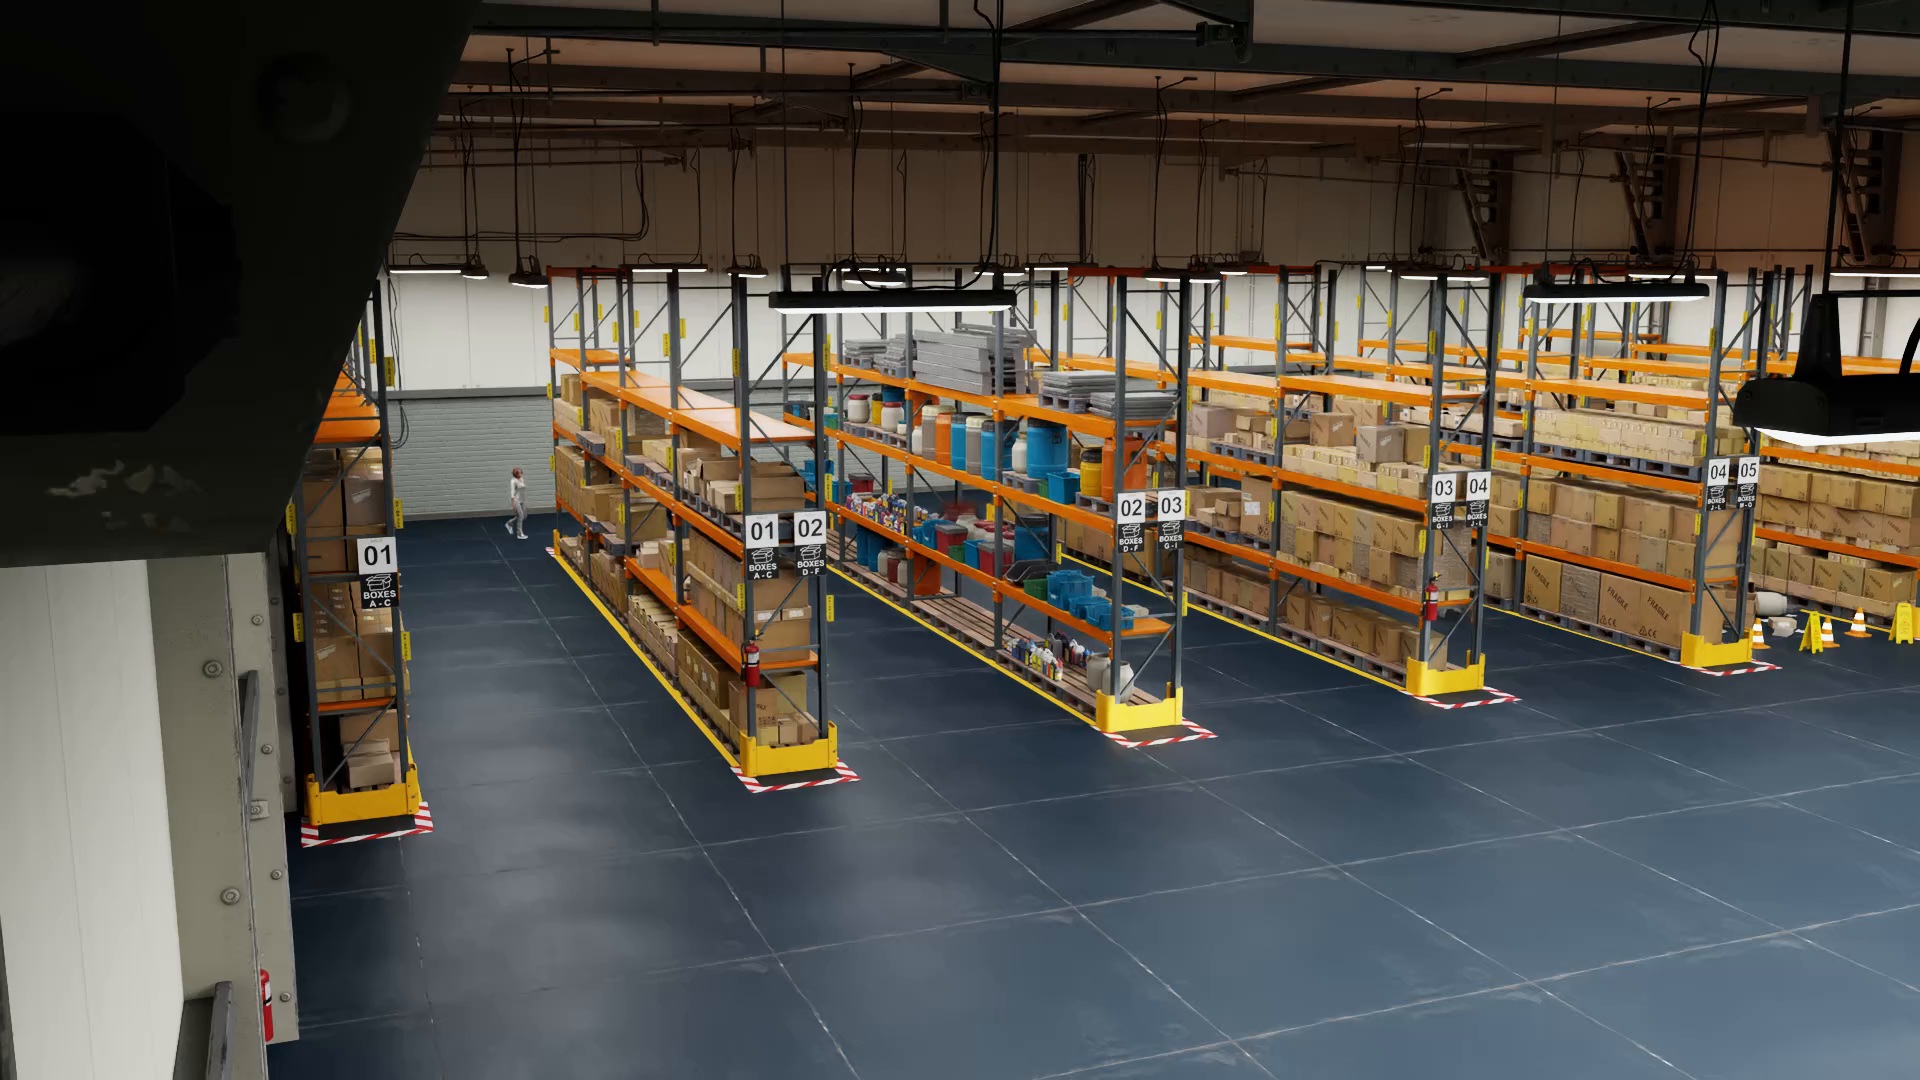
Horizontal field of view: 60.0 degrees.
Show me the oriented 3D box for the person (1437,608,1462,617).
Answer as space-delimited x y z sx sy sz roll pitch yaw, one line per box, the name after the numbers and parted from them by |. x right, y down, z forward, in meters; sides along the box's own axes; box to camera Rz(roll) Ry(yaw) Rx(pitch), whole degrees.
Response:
8.464 0.472 28.892 0.574 1.766 0.535 -4 11 -20 | person

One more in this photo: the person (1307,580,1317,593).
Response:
6.449 0.309 29.930 0.586 1.740 0.702 -2 10 -12 | person

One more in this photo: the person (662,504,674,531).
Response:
-6.201 -0.596 35.358 0.486 1.587 1.043 -4 11 -22 | person

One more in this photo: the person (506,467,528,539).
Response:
-9.815 -0.830 36.730 0.596 1.583 0.425 3 10 15 | person
